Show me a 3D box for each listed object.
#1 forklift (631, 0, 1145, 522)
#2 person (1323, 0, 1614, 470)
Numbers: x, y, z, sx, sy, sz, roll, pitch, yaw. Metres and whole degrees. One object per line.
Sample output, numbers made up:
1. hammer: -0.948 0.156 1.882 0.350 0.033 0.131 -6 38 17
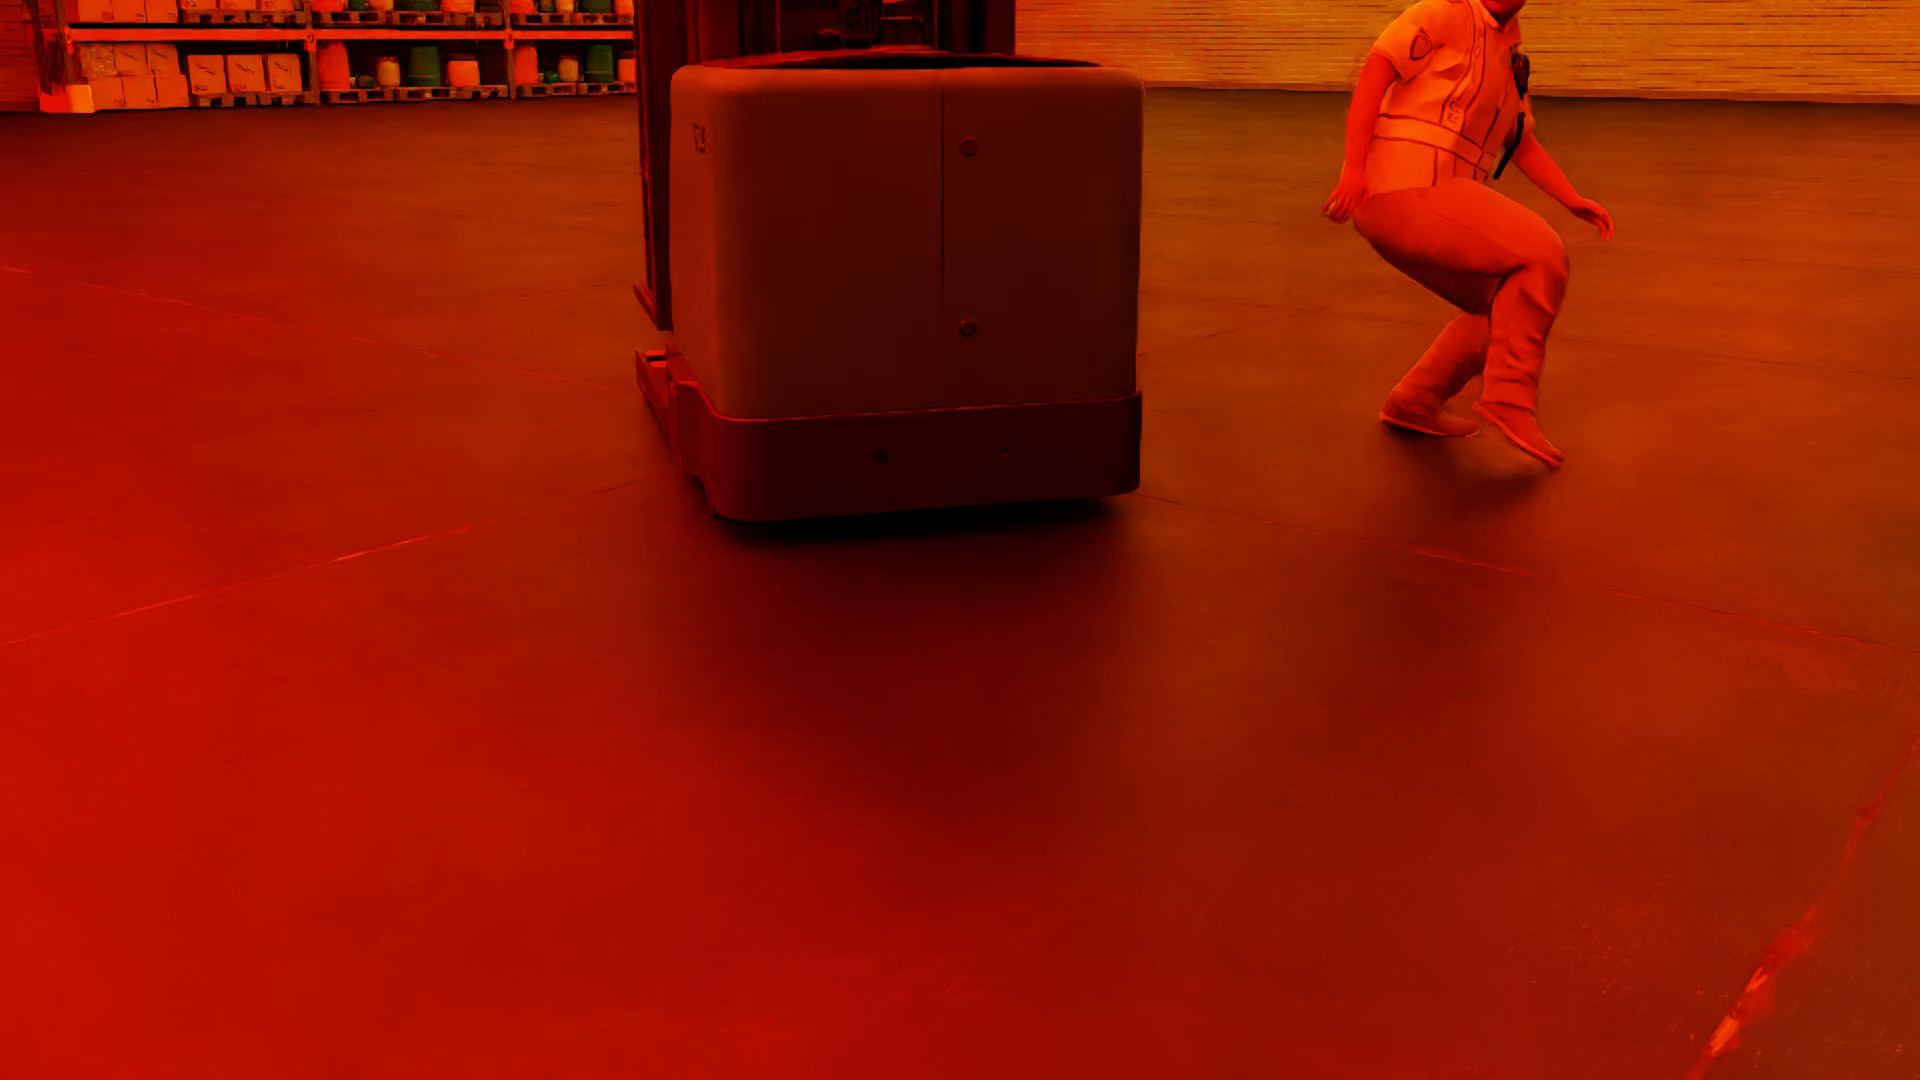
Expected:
1. forklift: -0.442 -1.832 4.931 1.130 2.935 3.031 -5 17 -15
2. person: 1.424 -0.946 4.610 0.718 1.463 0.708 9 19 28
